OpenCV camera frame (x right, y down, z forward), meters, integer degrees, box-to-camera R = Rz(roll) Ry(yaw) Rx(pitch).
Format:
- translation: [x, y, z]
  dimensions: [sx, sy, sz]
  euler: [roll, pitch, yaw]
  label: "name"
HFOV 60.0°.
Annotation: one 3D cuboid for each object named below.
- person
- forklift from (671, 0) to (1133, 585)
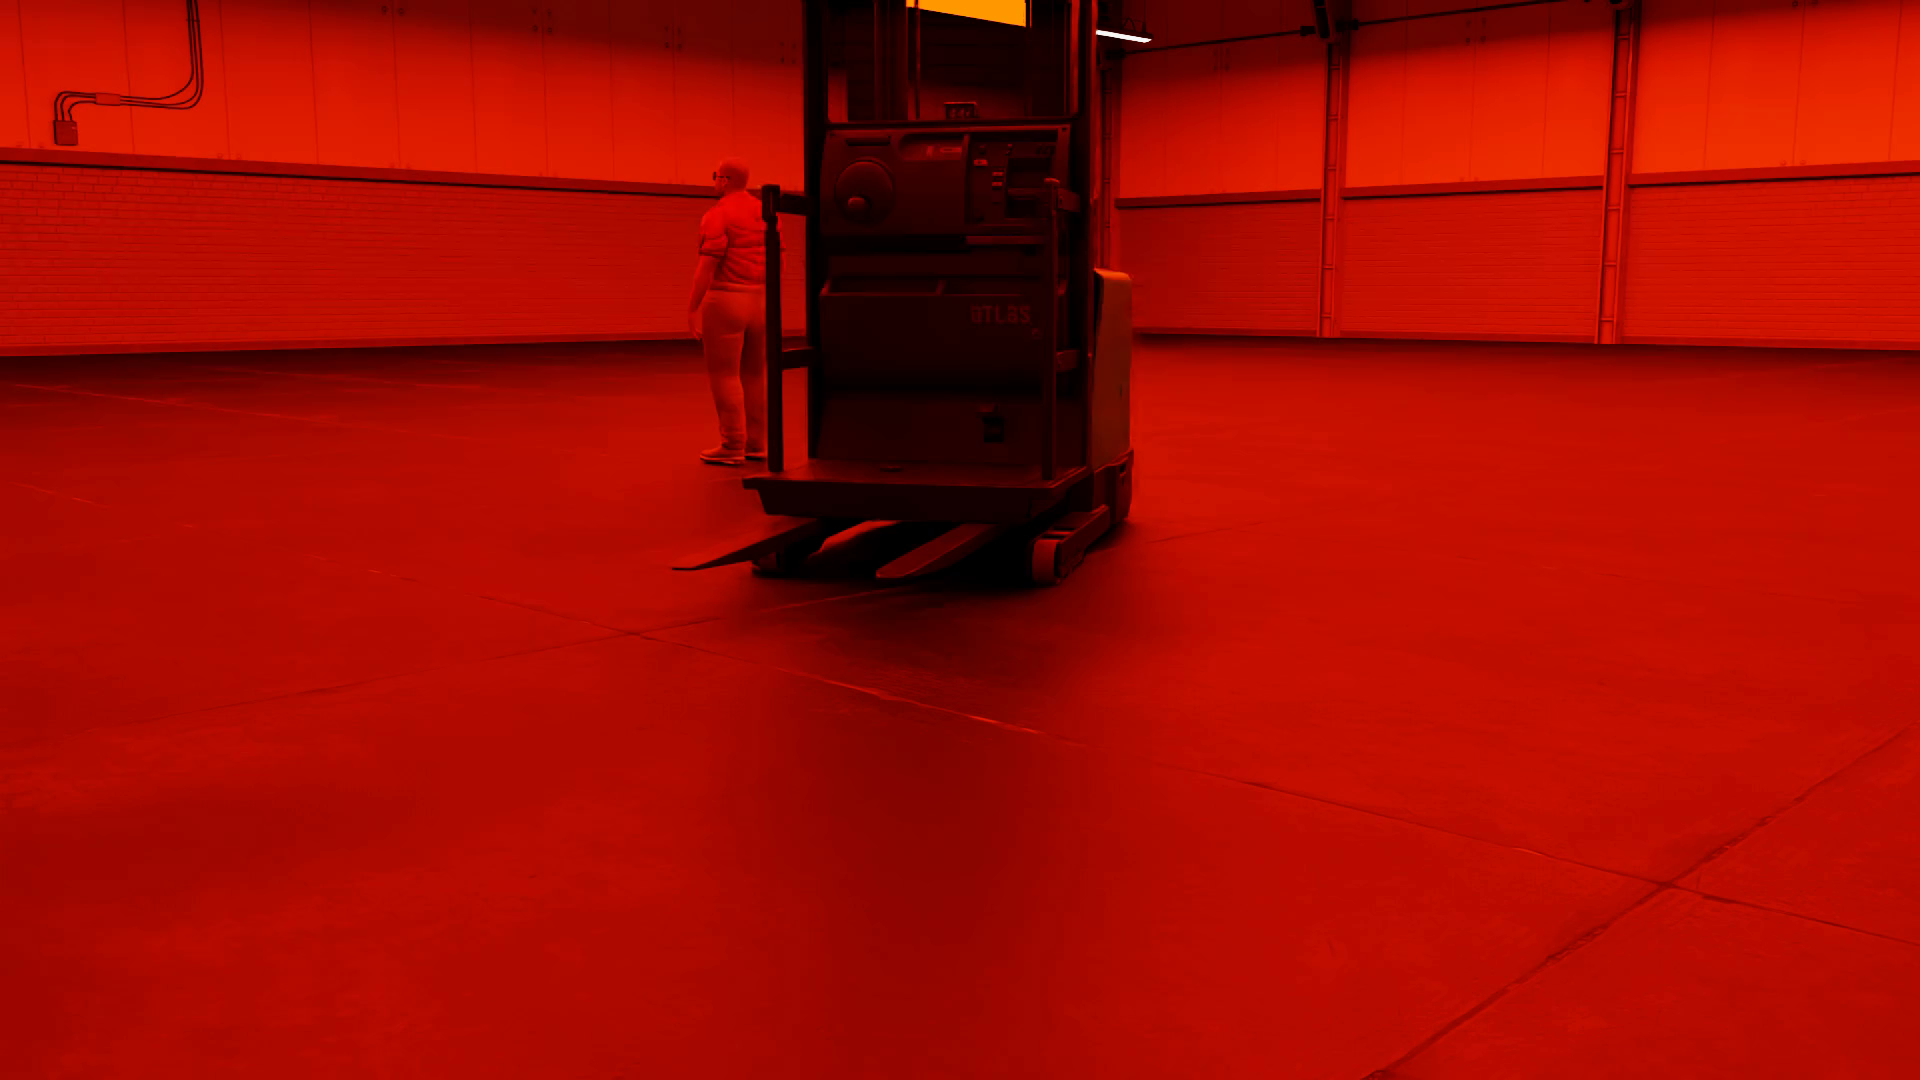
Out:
- translation: [-1.342, -1.313, 9.584]
  dimensions: [0.551, 1.727, 0.640]
  euler: [8, 12, 44]
  label: "person"
- translation: [-0.110, -1.356, 5.876]
  dimensions: [1.130, 2.935, 3.031]
  euler: [2, 9, 14]
  label: "forklift"
